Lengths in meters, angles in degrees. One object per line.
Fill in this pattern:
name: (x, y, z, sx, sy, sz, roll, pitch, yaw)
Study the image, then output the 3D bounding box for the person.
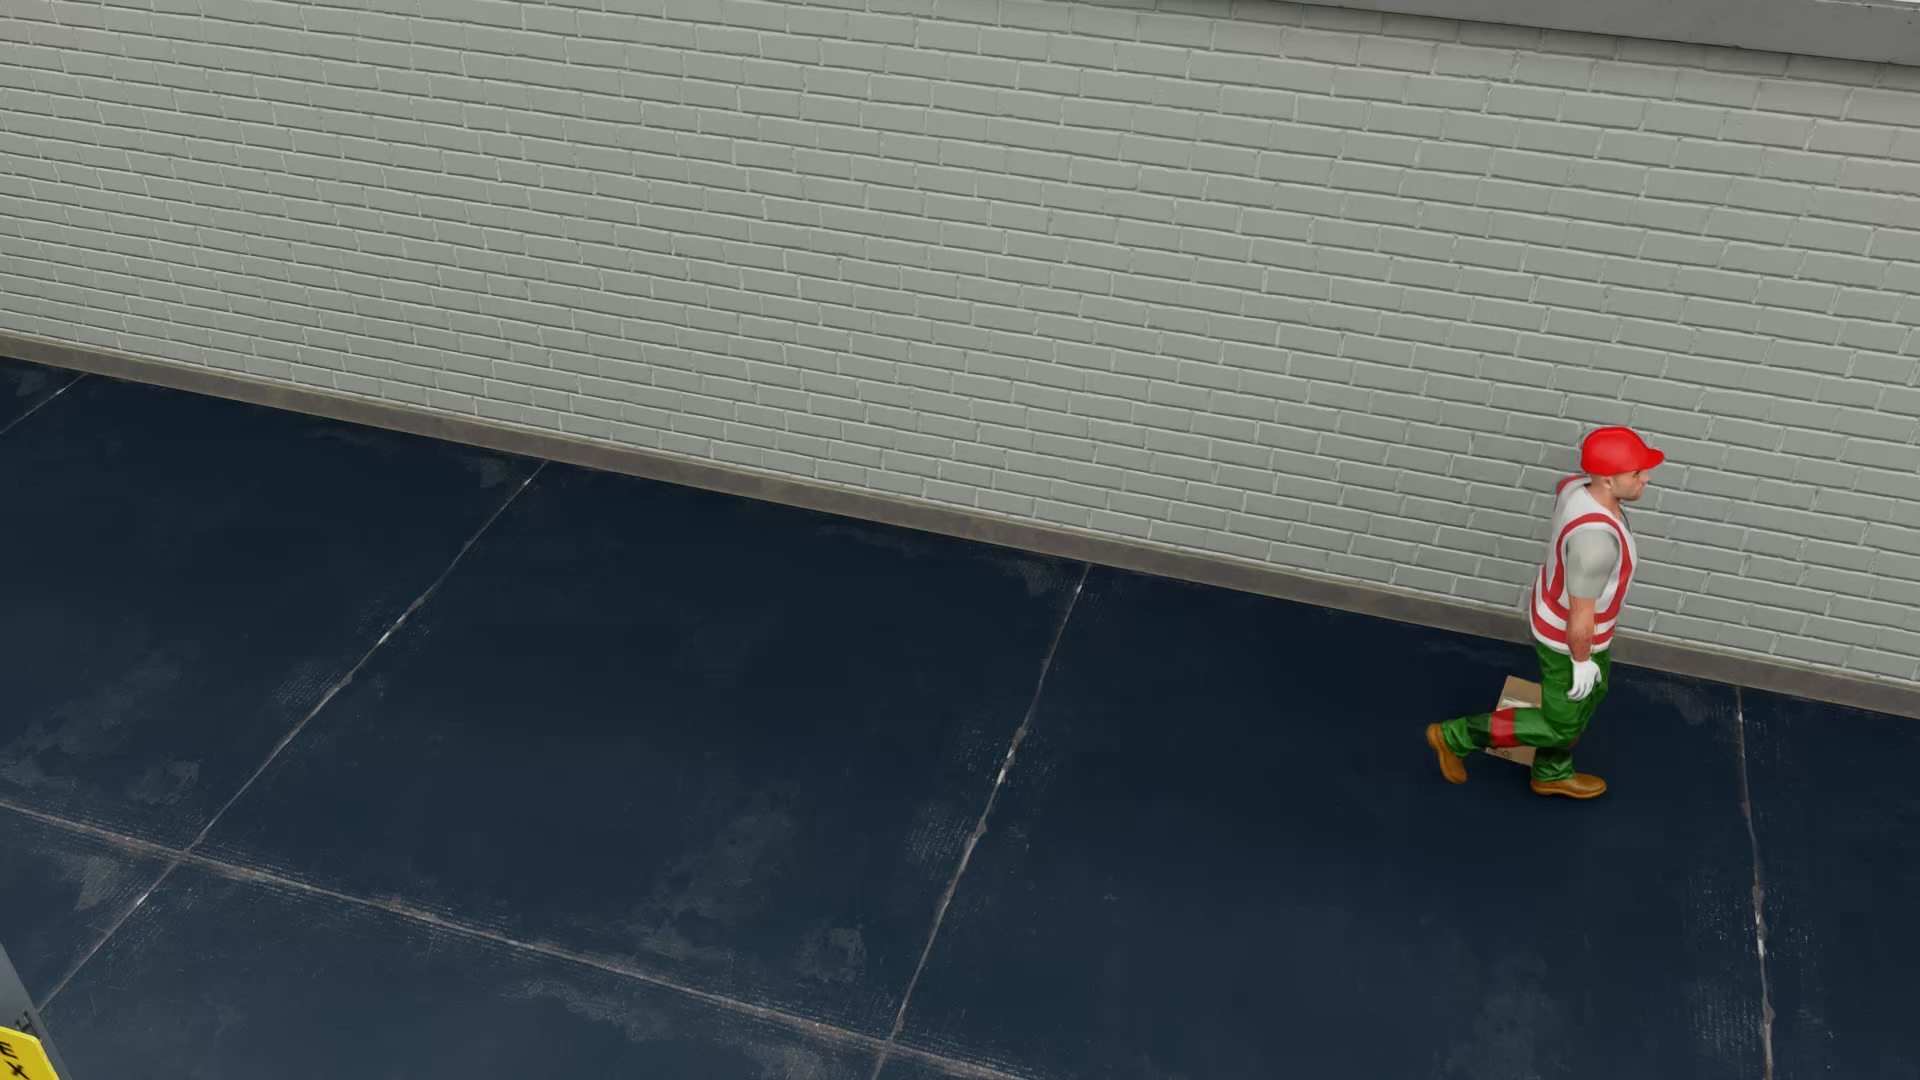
person: (2.292, 0.324, 6.413, 0.759, 1.769, 0.552, 10, 38, 13)
